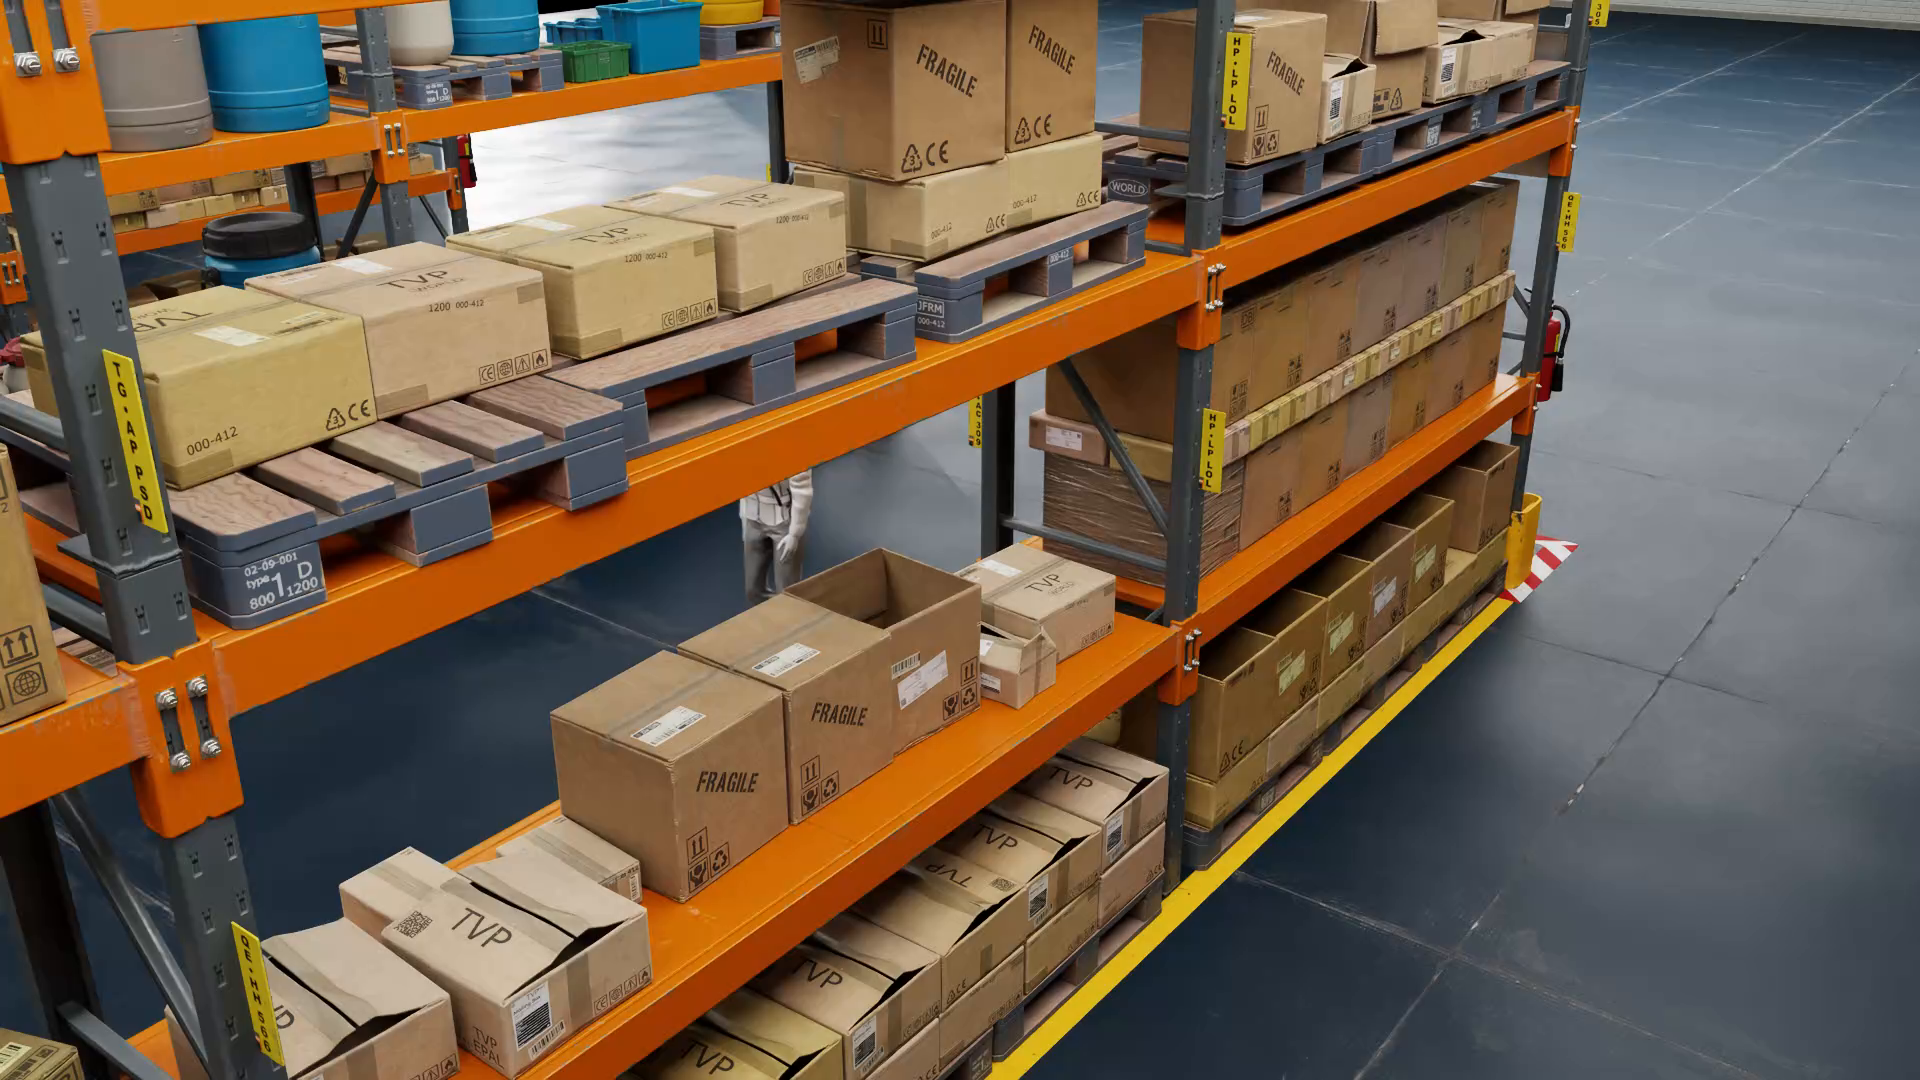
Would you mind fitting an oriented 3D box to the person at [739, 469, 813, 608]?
[{"bbox_3d":[-0.971,-0.067,8.776,0.482,1.654,0.366,18,29,34],"label":"person"}]
